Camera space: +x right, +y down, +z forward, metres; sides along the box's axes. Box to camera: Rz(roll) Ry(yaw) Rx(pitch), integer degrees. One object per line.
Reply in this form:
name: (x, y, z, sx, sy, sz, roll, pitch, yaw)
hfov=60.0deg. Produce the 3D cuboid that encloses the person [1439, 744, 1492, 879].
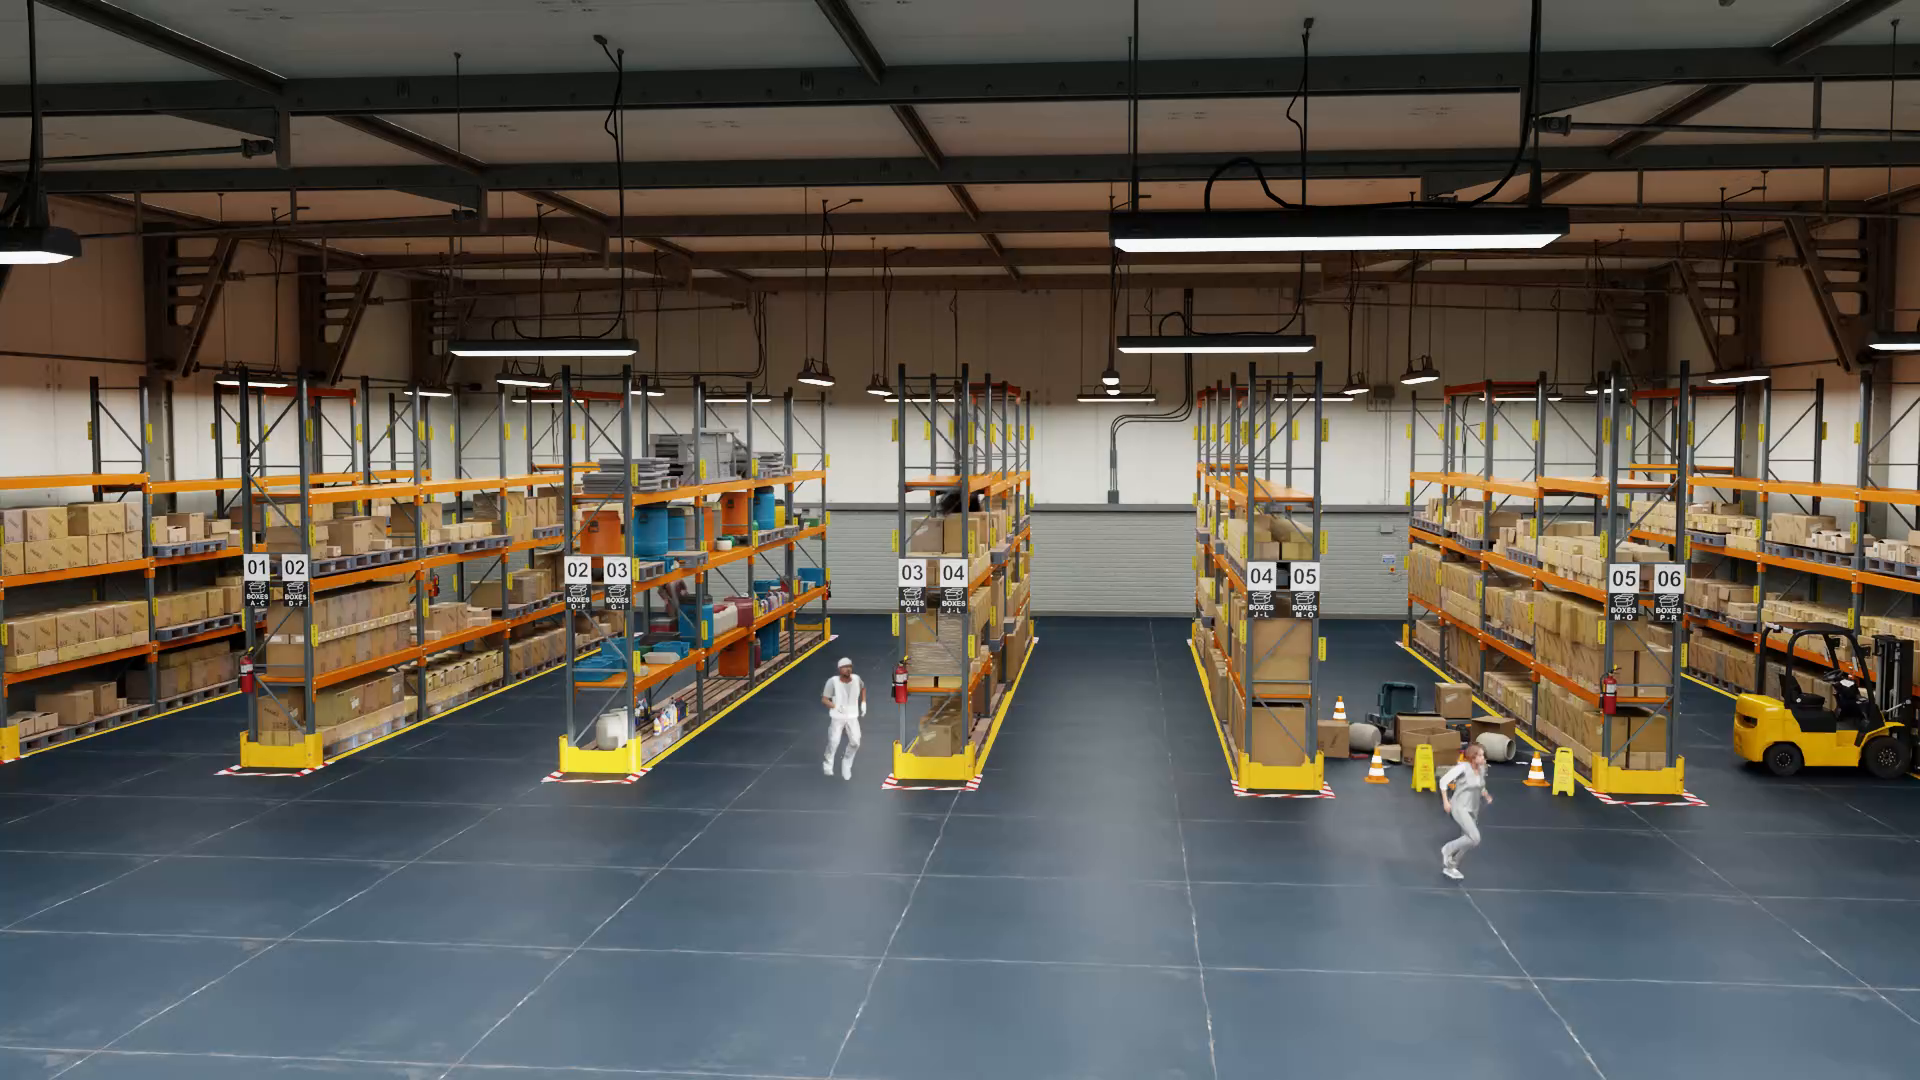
person: (5.679, 3.036, 18.593, 0.511, 1.540, 0.588, -3, 5, -38)

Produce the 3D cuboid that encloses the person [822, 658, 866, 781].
person: (-1.658, 2.582, 24.005, 0.701, 1.785, 0.714, -1, 4, -20)

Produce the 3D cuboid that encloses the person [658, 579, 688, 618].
person: (-6.892, 1.613, 39.988, 0.716, 1.671, 0.688, -1, 4, -14)

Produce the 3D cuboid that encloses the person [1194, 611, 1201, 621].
person: (5.964, 1.574, 40.379, 0.521, 1.670, 0.671, -1, 4, -19)
